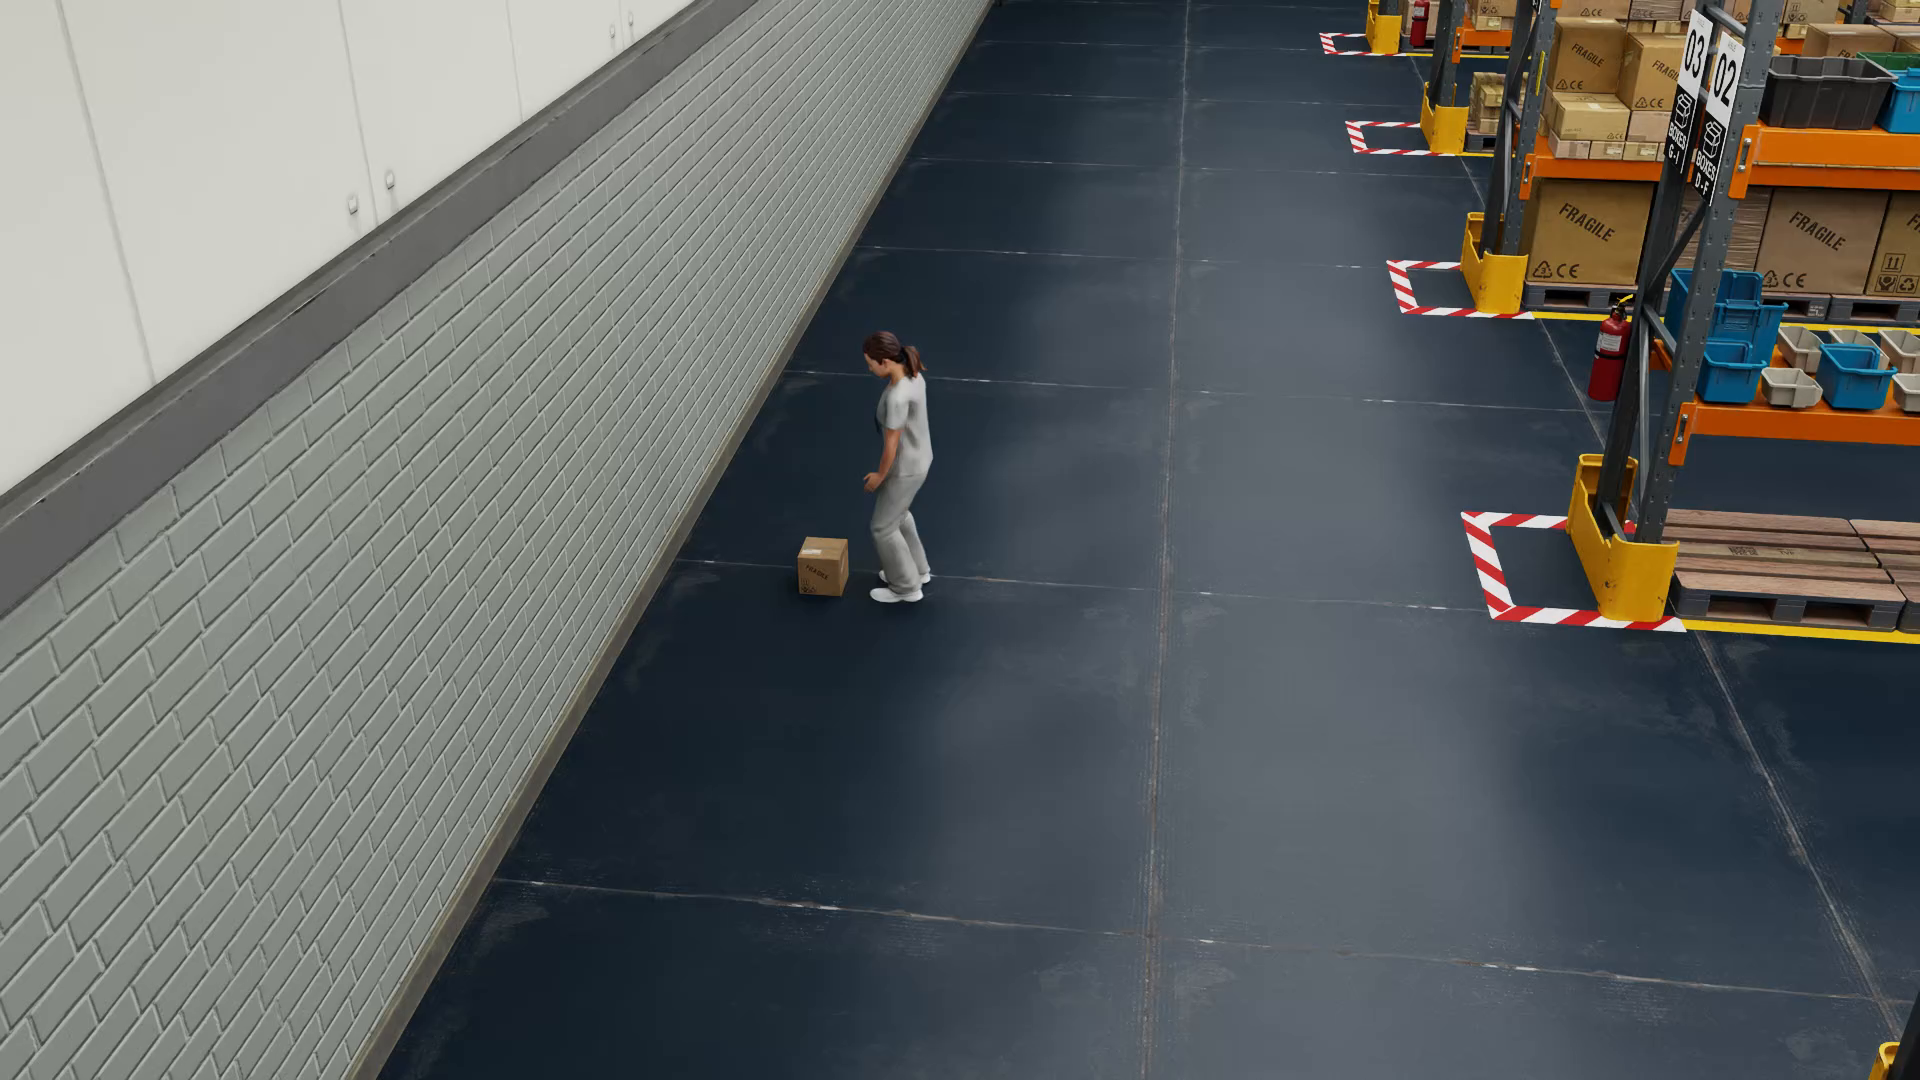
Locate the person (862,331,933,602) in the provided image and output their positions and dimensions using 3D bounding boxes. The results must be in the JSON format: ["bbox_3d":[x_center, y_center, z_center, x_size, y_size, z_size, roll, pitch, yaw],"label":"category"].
[{"bbox_3d":[-0.350,-0.411,9.432,0.370,1.638,0.458,4,29,7],"label":"person"}]
